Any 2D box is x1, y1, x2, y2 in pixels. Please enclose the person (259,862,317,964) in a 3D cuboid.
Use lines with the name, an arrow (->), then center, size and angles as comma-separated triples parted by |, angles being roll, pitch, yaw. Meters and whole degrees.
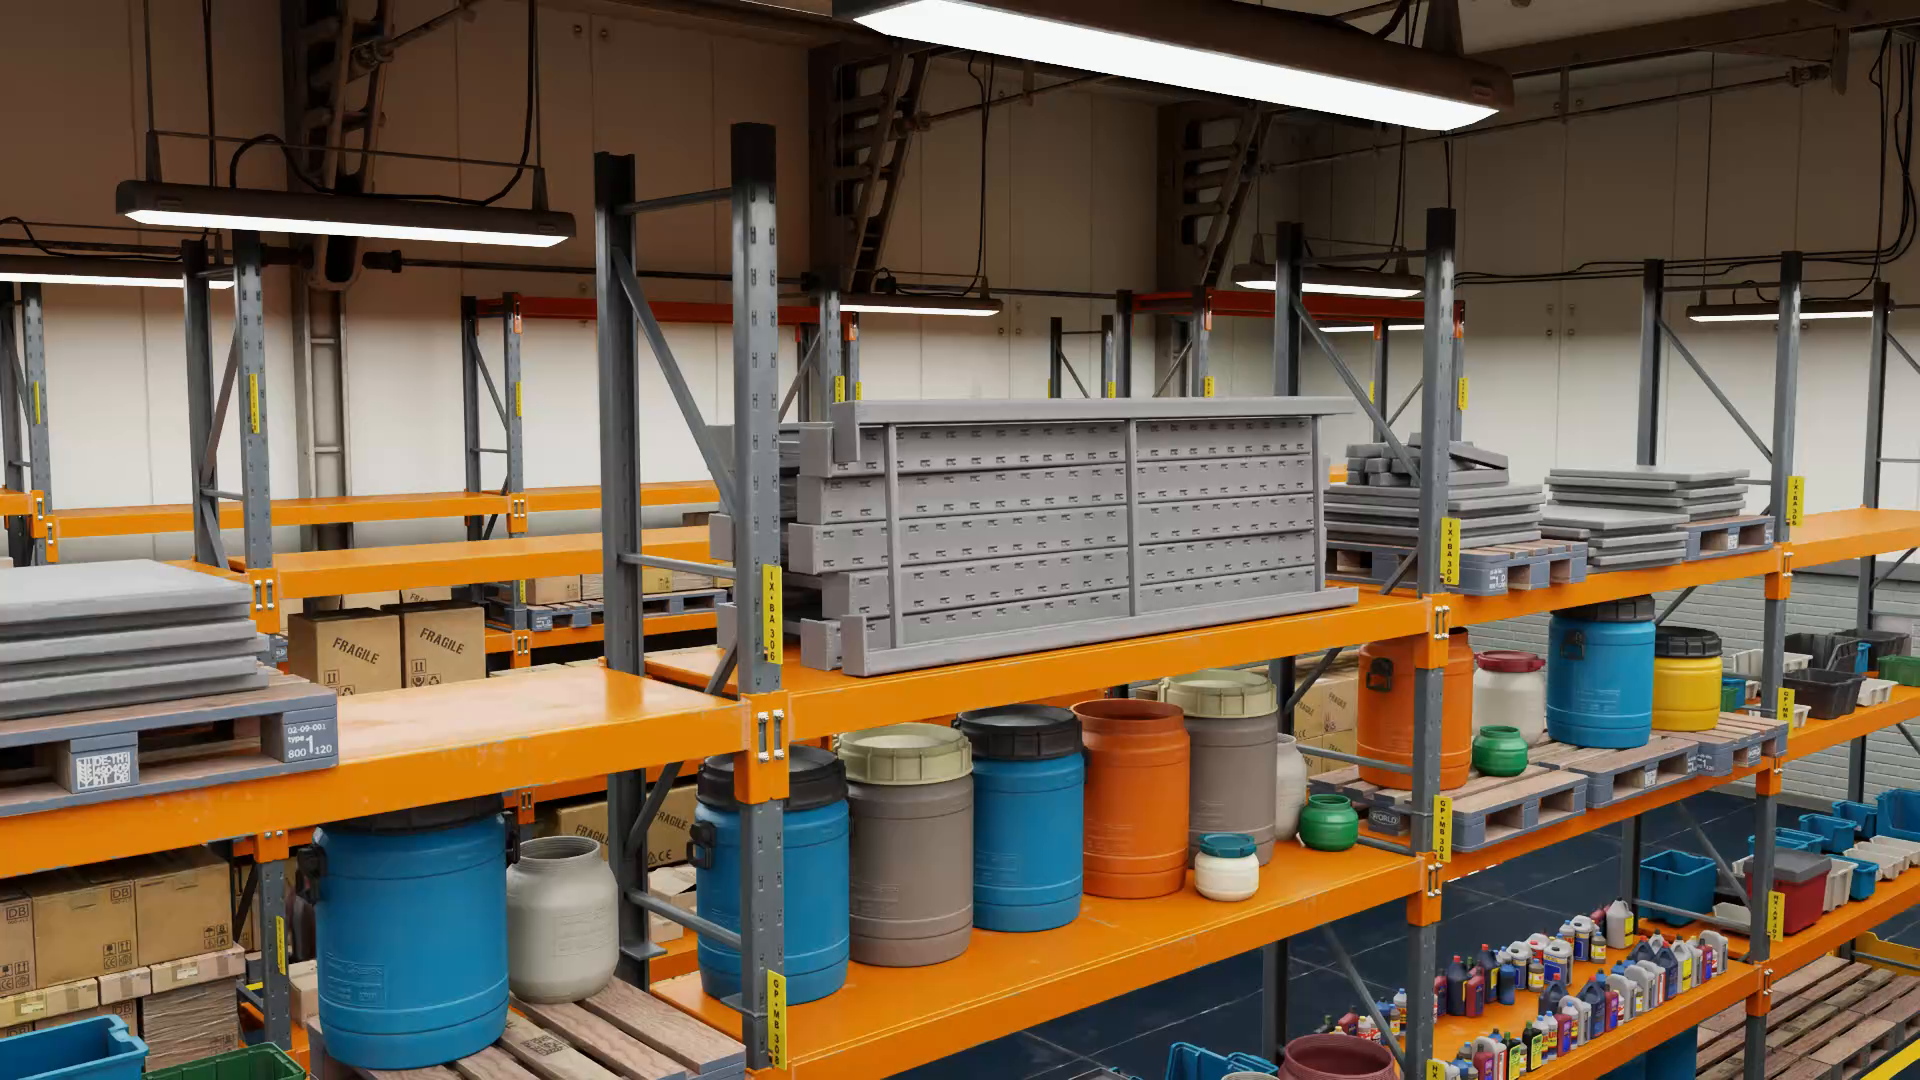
person -> -4.664, 3.100, 12.140 | 0.703, 1.764, 1.059 | 4, 7, 39
